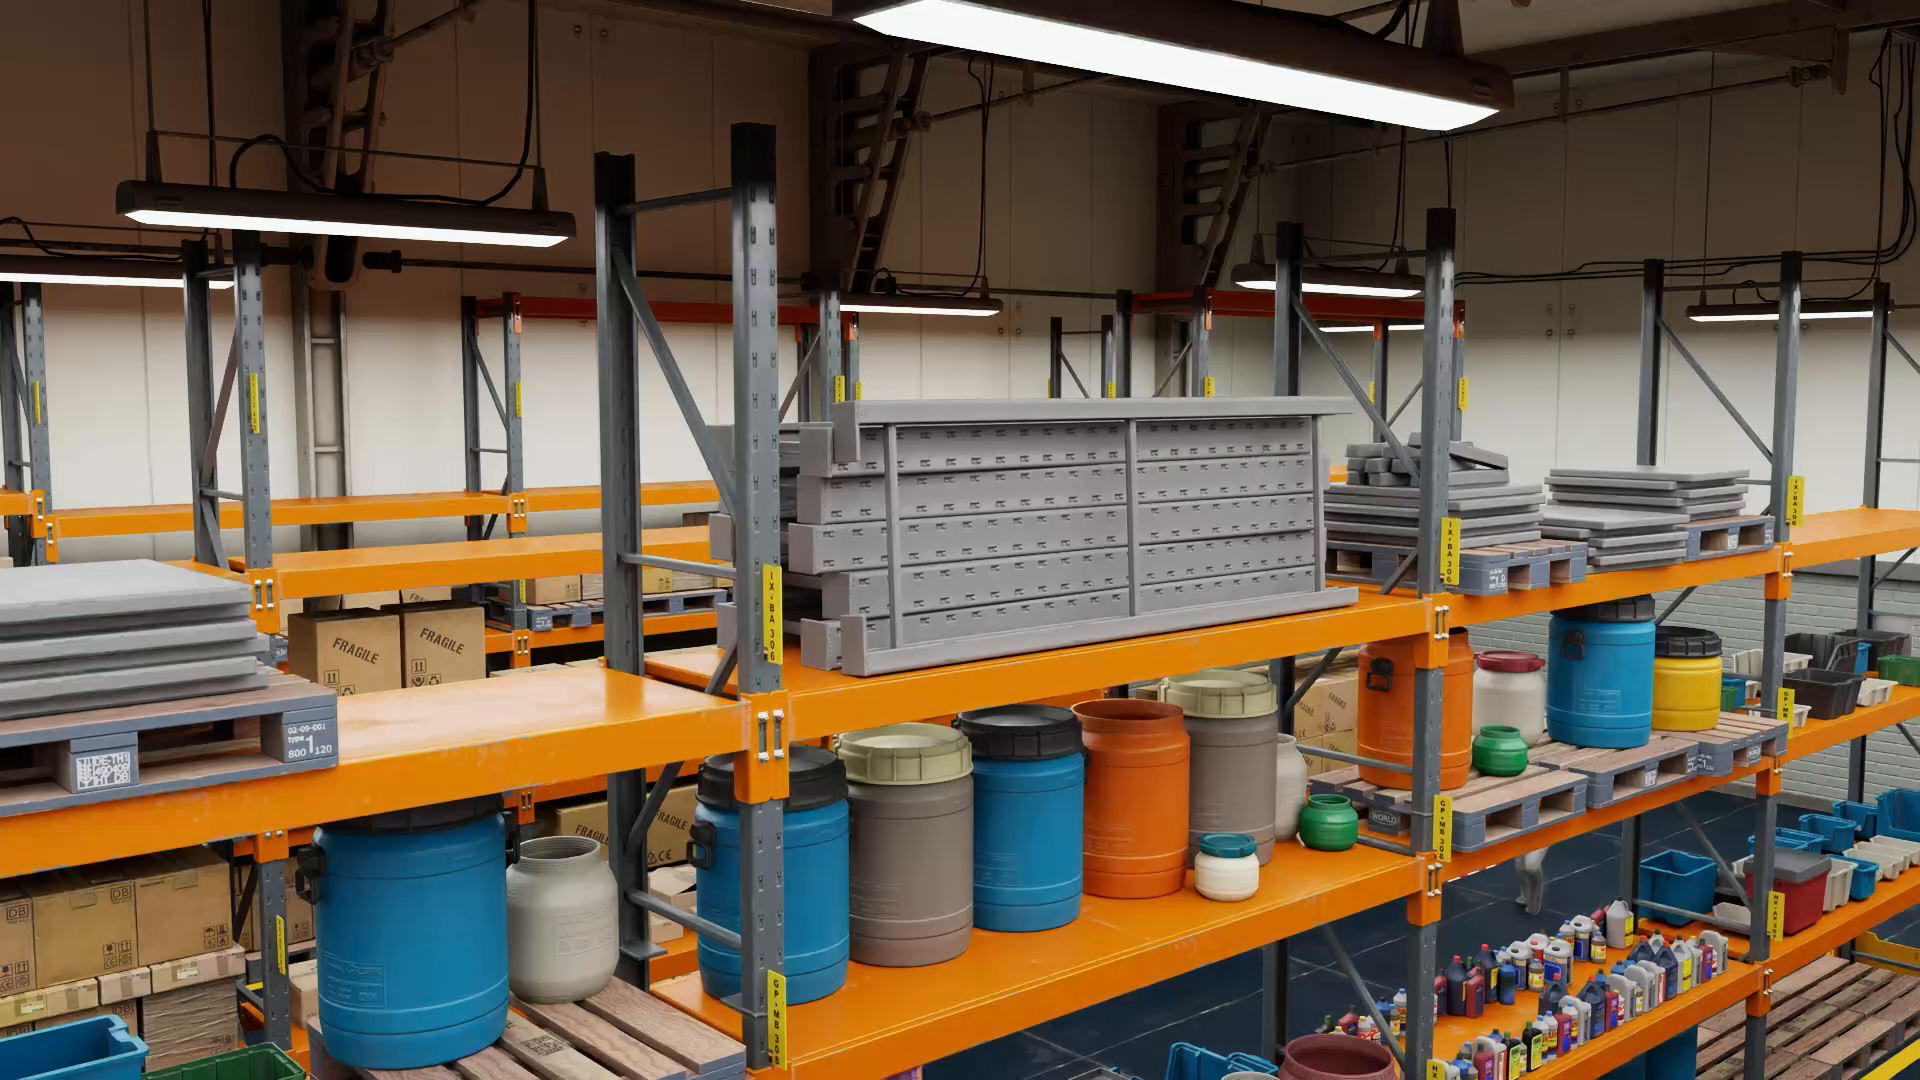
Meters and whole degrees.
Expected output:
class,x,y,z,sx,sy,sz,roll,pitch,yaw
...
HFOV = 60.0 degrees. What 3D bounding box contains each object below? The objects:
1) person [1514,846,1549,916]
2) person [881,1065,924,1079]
class,x,y,z,sx,sy,sz,roll,pitch,yaw
person,5.528,2.827,16.126,0.576,1.641,0.770,4,7,40
person,-0.422,3.445,10.348,0.577,1.527,0.762,2,6,18
